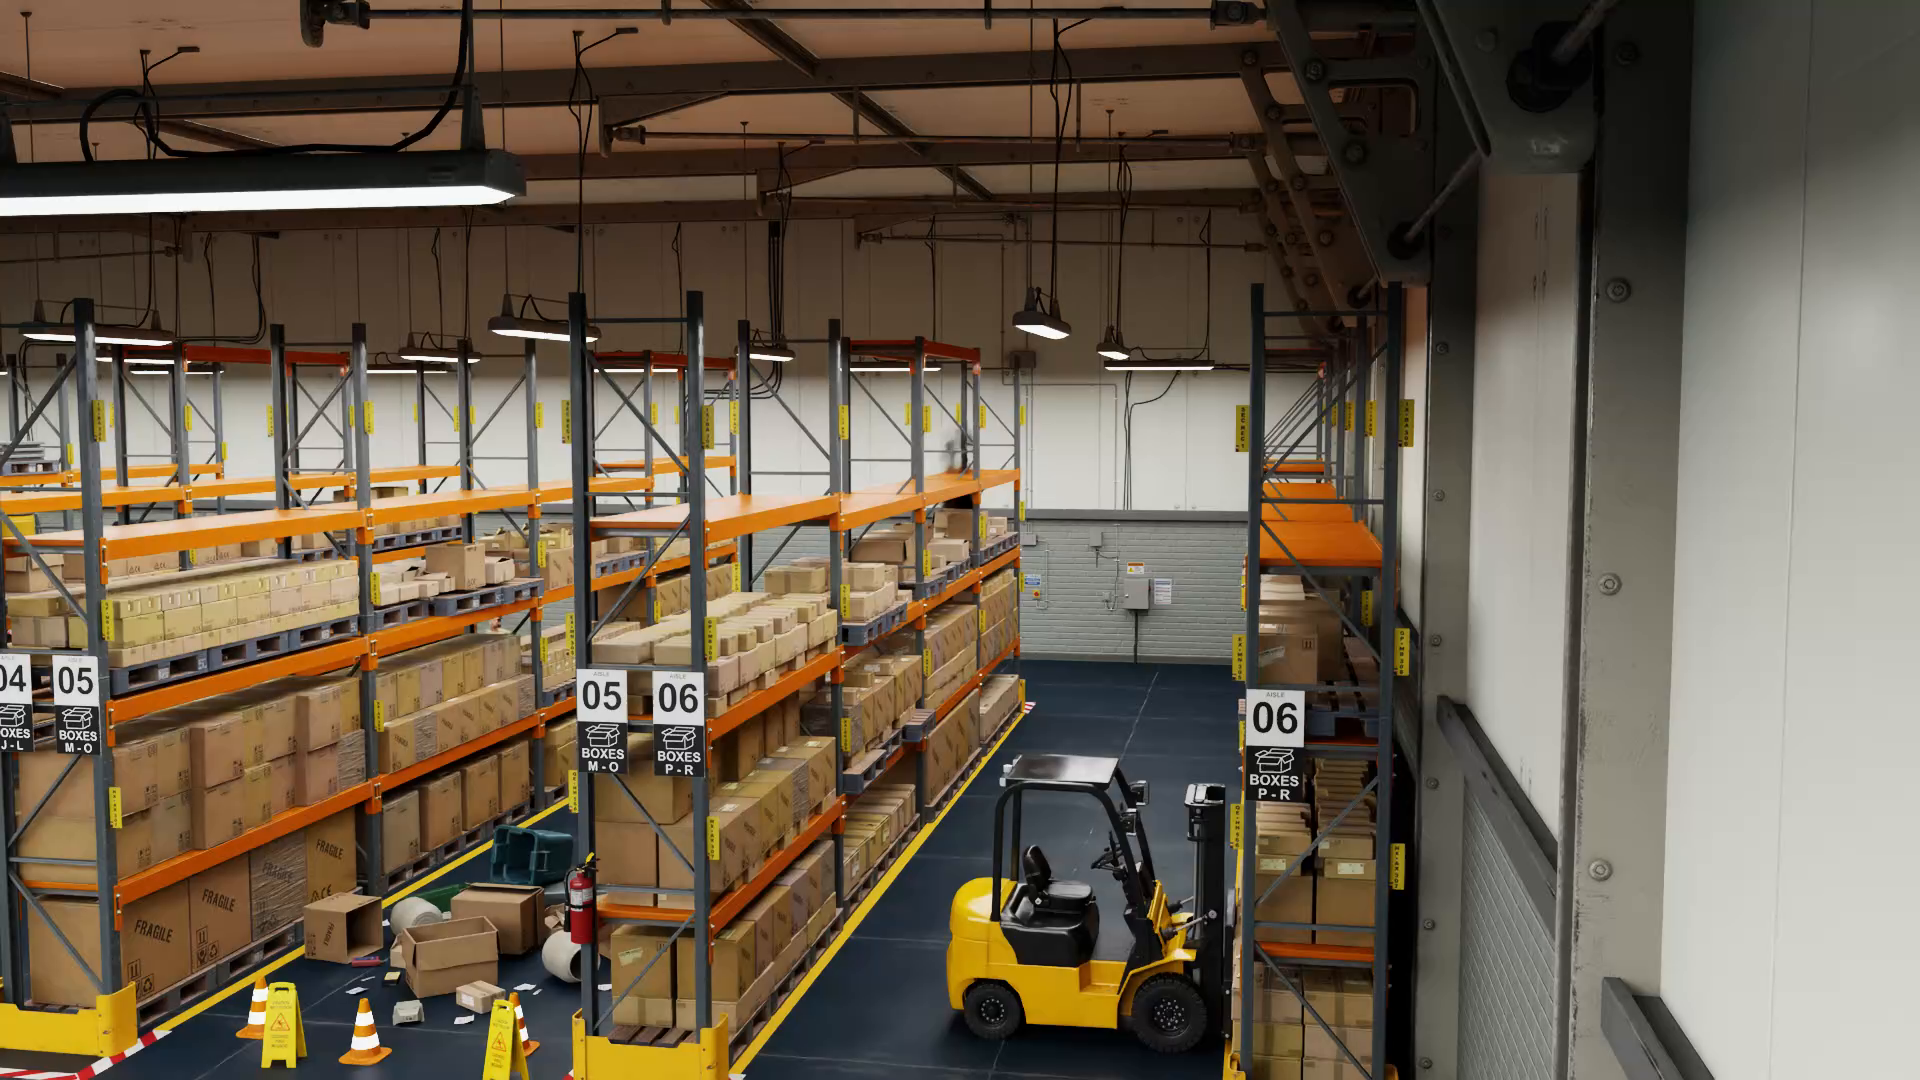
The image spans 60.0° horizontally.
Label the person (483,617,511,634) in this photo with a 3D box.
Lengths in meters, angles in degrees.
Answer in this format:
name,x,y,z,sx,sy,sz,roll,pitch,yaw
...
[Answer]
name,x,y,z,sx,sy,sz,roll,pitch,yaw
person,-7.797,2.101,27.957,0.574,1.701,0.668,1,5,7
